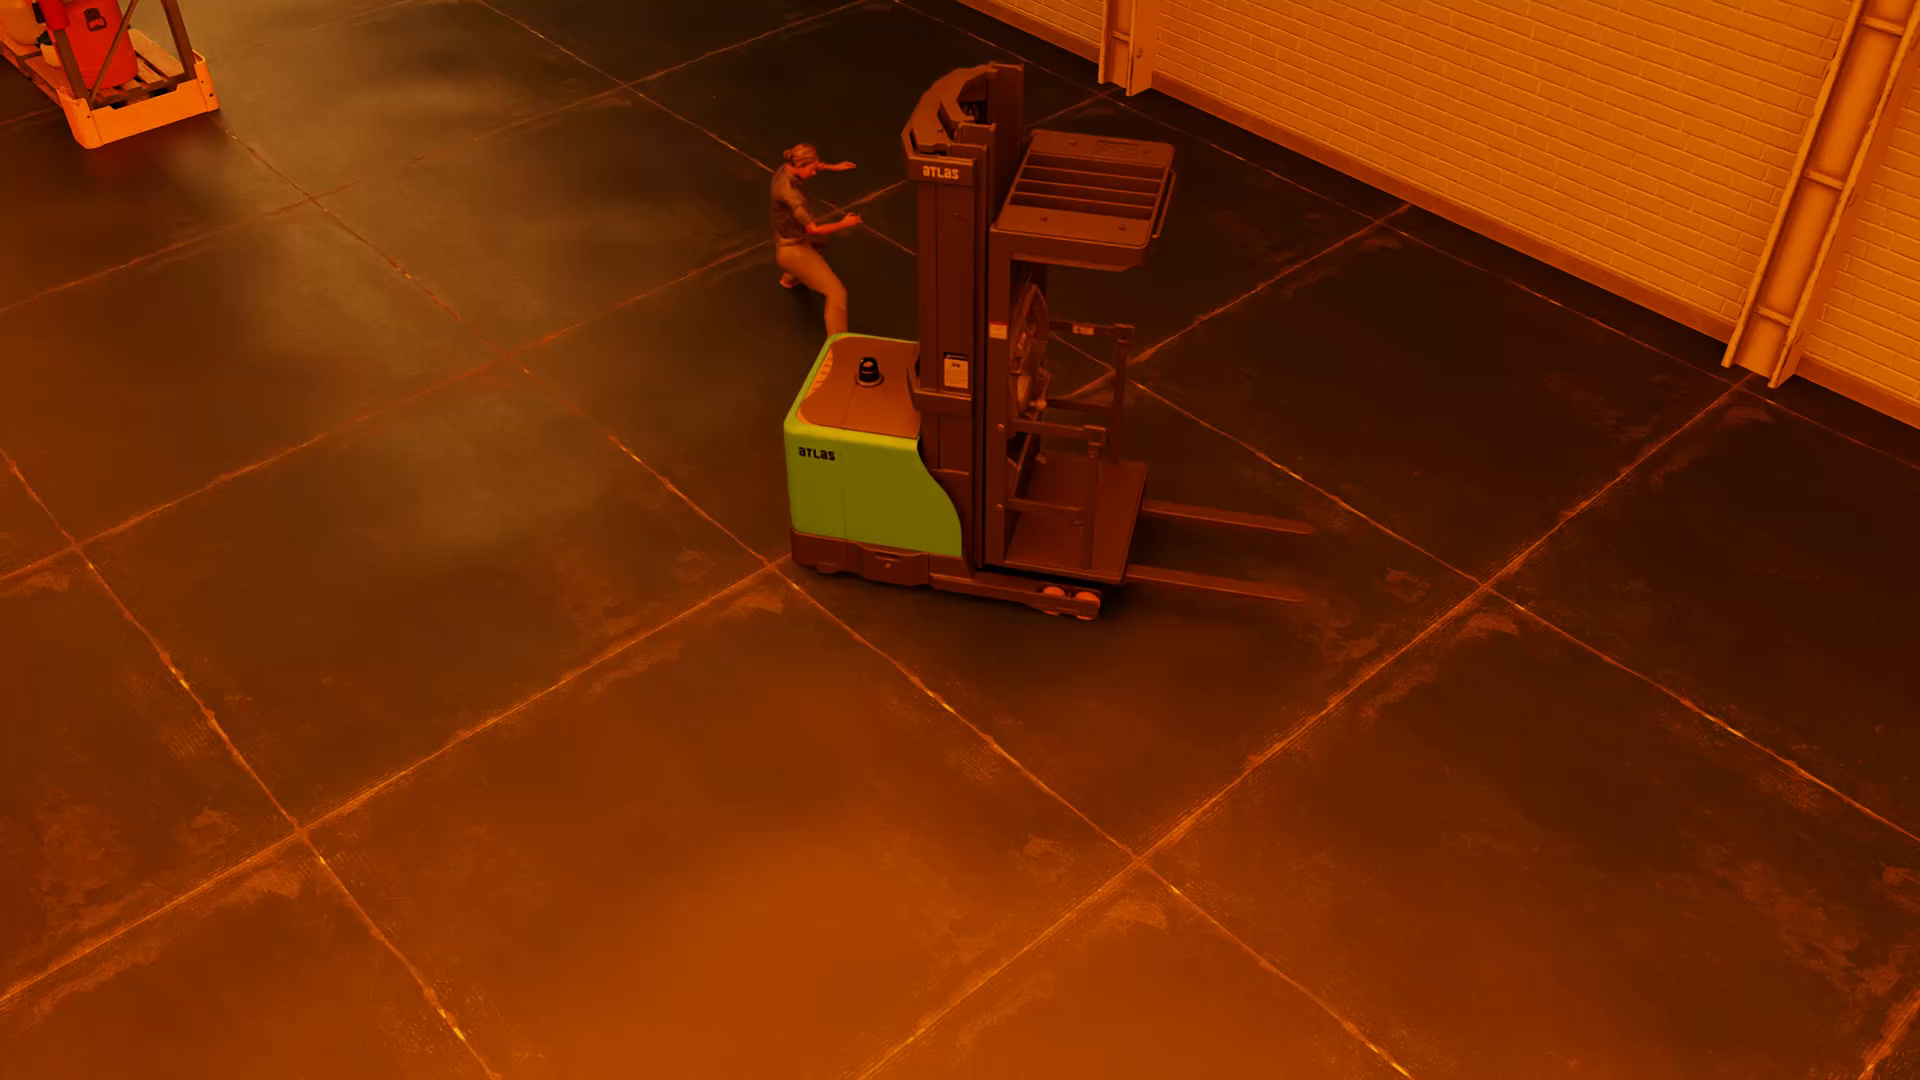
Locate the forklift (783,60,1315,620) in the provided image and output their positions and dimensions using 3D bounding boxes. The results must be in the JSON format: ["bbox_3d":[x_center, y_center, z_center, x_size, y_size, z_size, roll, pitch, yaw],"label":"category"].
[{"bbox_3d":[0.566,-1.031,9.103,3.031,2.935,1.130,9,42,10],"label":"forklift"}]

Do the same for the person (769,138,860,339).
[{"bbox_3d":[-1.001,-2.143,11.535,0.687,1.434,1.248,-2,41,-3],"label":"person"}]
